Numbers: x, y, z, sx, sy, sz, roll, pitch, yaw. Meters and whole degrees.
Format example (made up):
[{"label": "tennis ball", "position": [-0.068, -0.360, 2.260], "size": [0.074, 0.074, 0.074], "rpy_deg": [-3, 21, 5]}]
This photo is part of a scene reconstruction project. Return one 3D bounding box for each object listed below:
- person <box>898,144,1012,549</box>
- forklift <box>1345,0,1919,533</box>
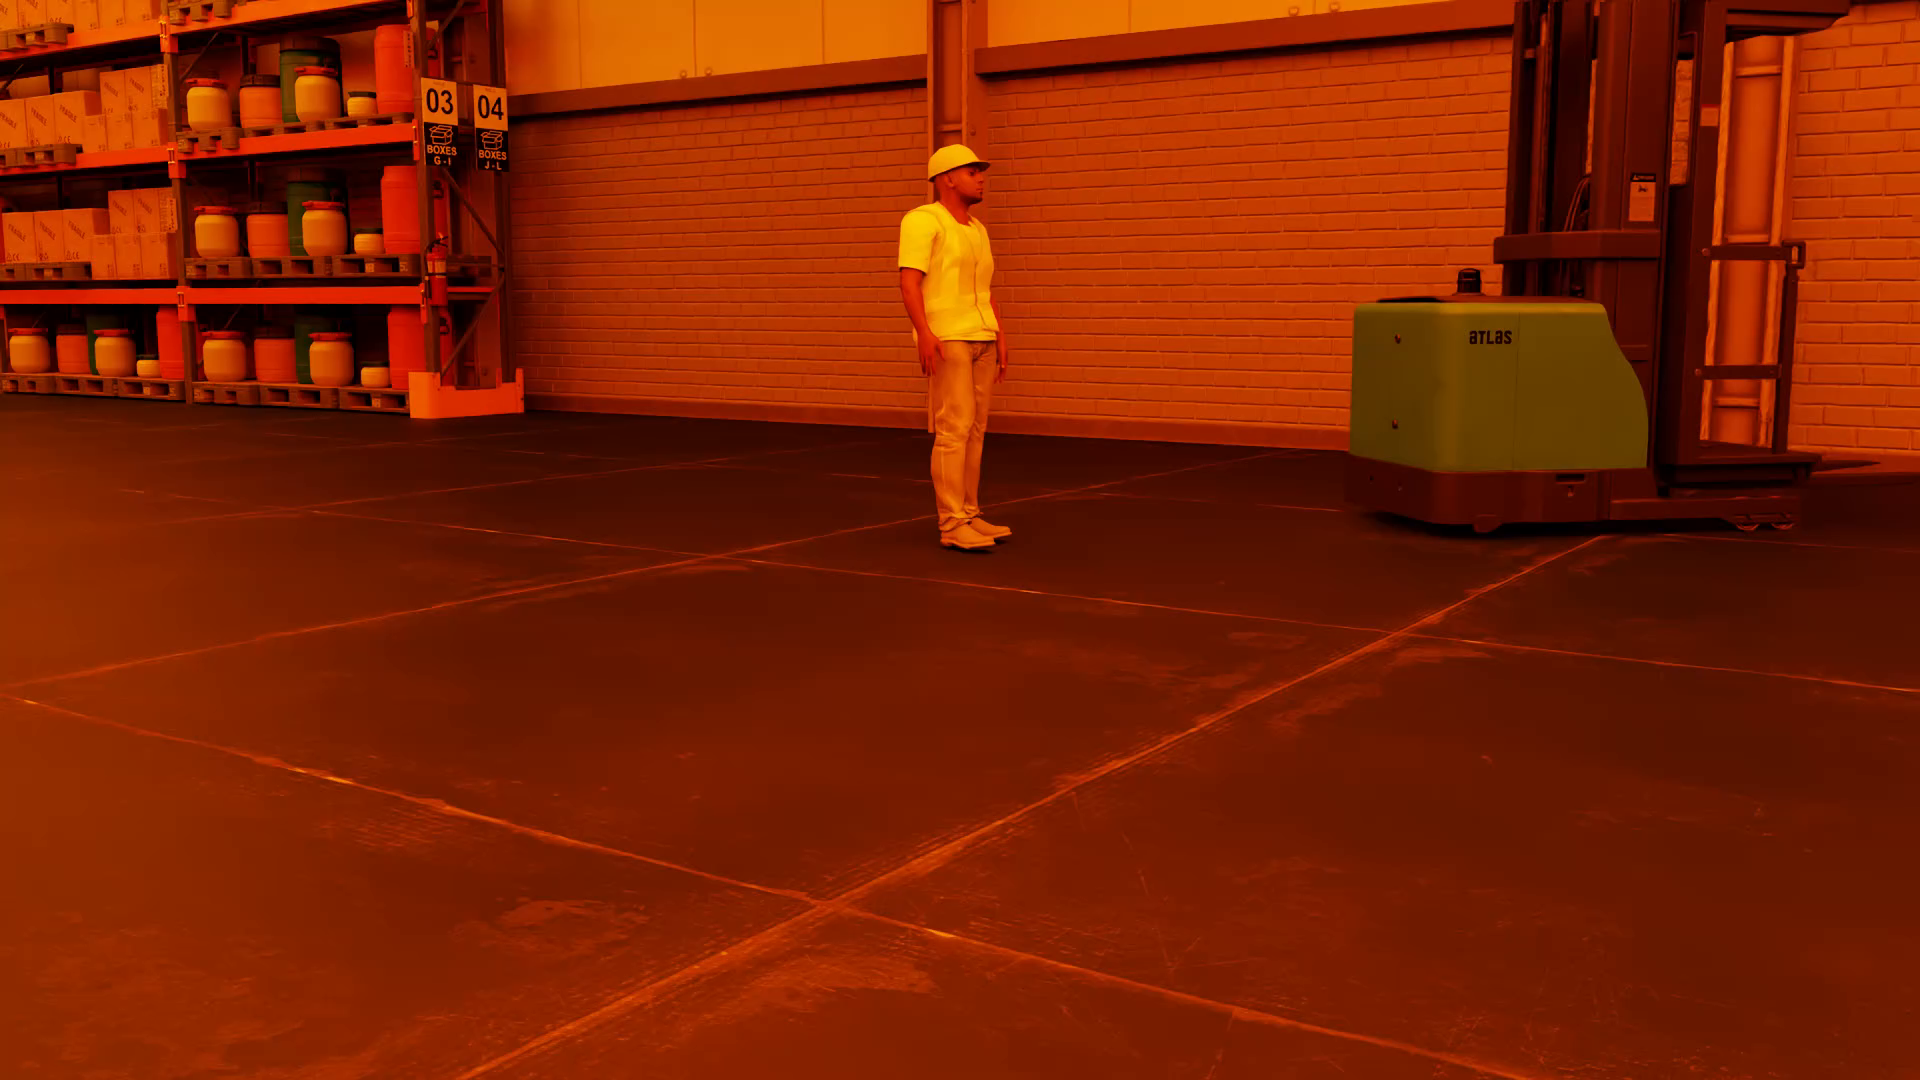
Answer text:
[{"label": "person", "position": [0.055, -0.875, 7.435], "size": [0.575, 1.768, 0.666], "rpy_deg": [5, 10, 34]}, {"label": "forklift", "position": [3.538, -1.564, 8.190], "size": [3.031, 2.935, 1.130], "rpy_deg": [-2, 8, -12]}]
